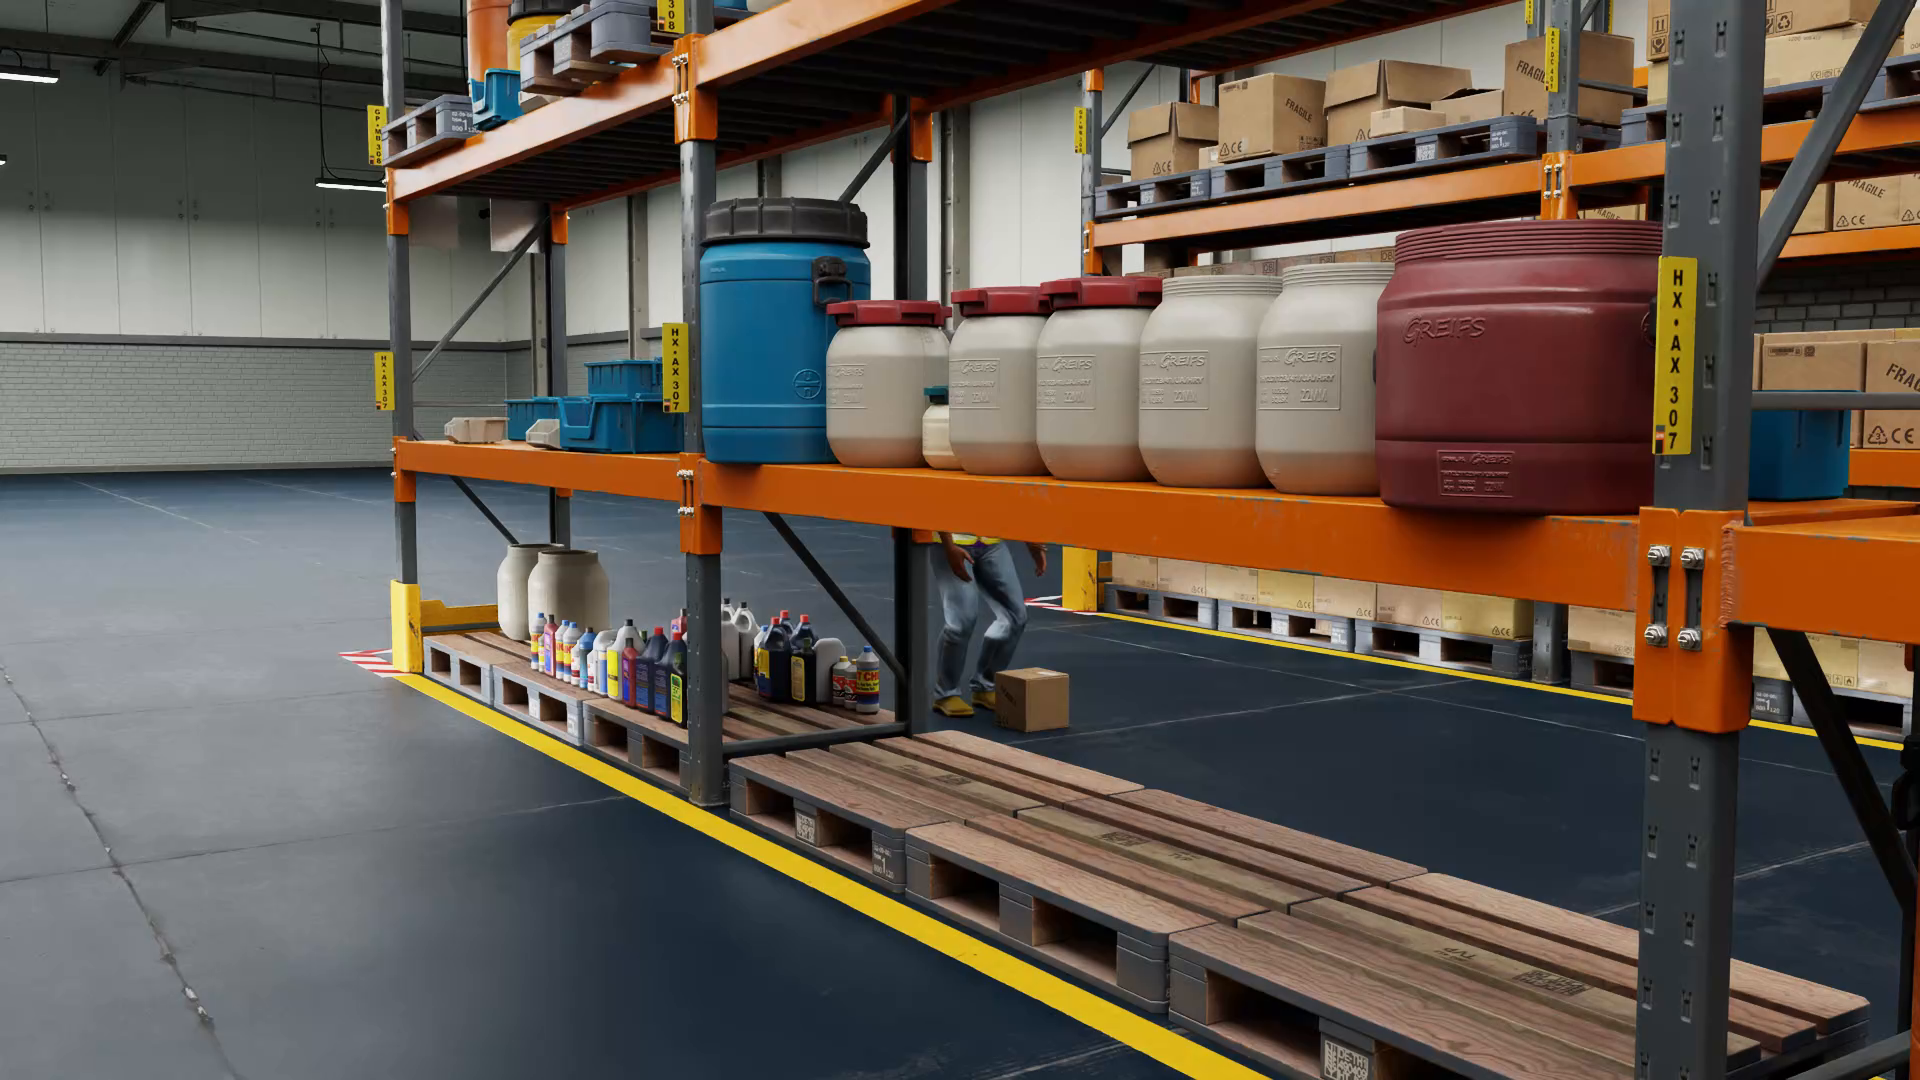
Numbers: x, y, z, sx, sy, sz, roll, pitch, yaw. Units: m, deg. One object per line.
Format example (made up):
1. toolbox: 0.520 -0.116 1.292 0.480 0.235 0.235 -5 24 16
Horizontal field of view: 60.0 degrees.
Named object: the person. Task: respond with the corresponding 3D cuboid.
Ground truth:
1. person: 0.110 0.030 8.150 0.613 1.633 0.577 -3 5 -32
